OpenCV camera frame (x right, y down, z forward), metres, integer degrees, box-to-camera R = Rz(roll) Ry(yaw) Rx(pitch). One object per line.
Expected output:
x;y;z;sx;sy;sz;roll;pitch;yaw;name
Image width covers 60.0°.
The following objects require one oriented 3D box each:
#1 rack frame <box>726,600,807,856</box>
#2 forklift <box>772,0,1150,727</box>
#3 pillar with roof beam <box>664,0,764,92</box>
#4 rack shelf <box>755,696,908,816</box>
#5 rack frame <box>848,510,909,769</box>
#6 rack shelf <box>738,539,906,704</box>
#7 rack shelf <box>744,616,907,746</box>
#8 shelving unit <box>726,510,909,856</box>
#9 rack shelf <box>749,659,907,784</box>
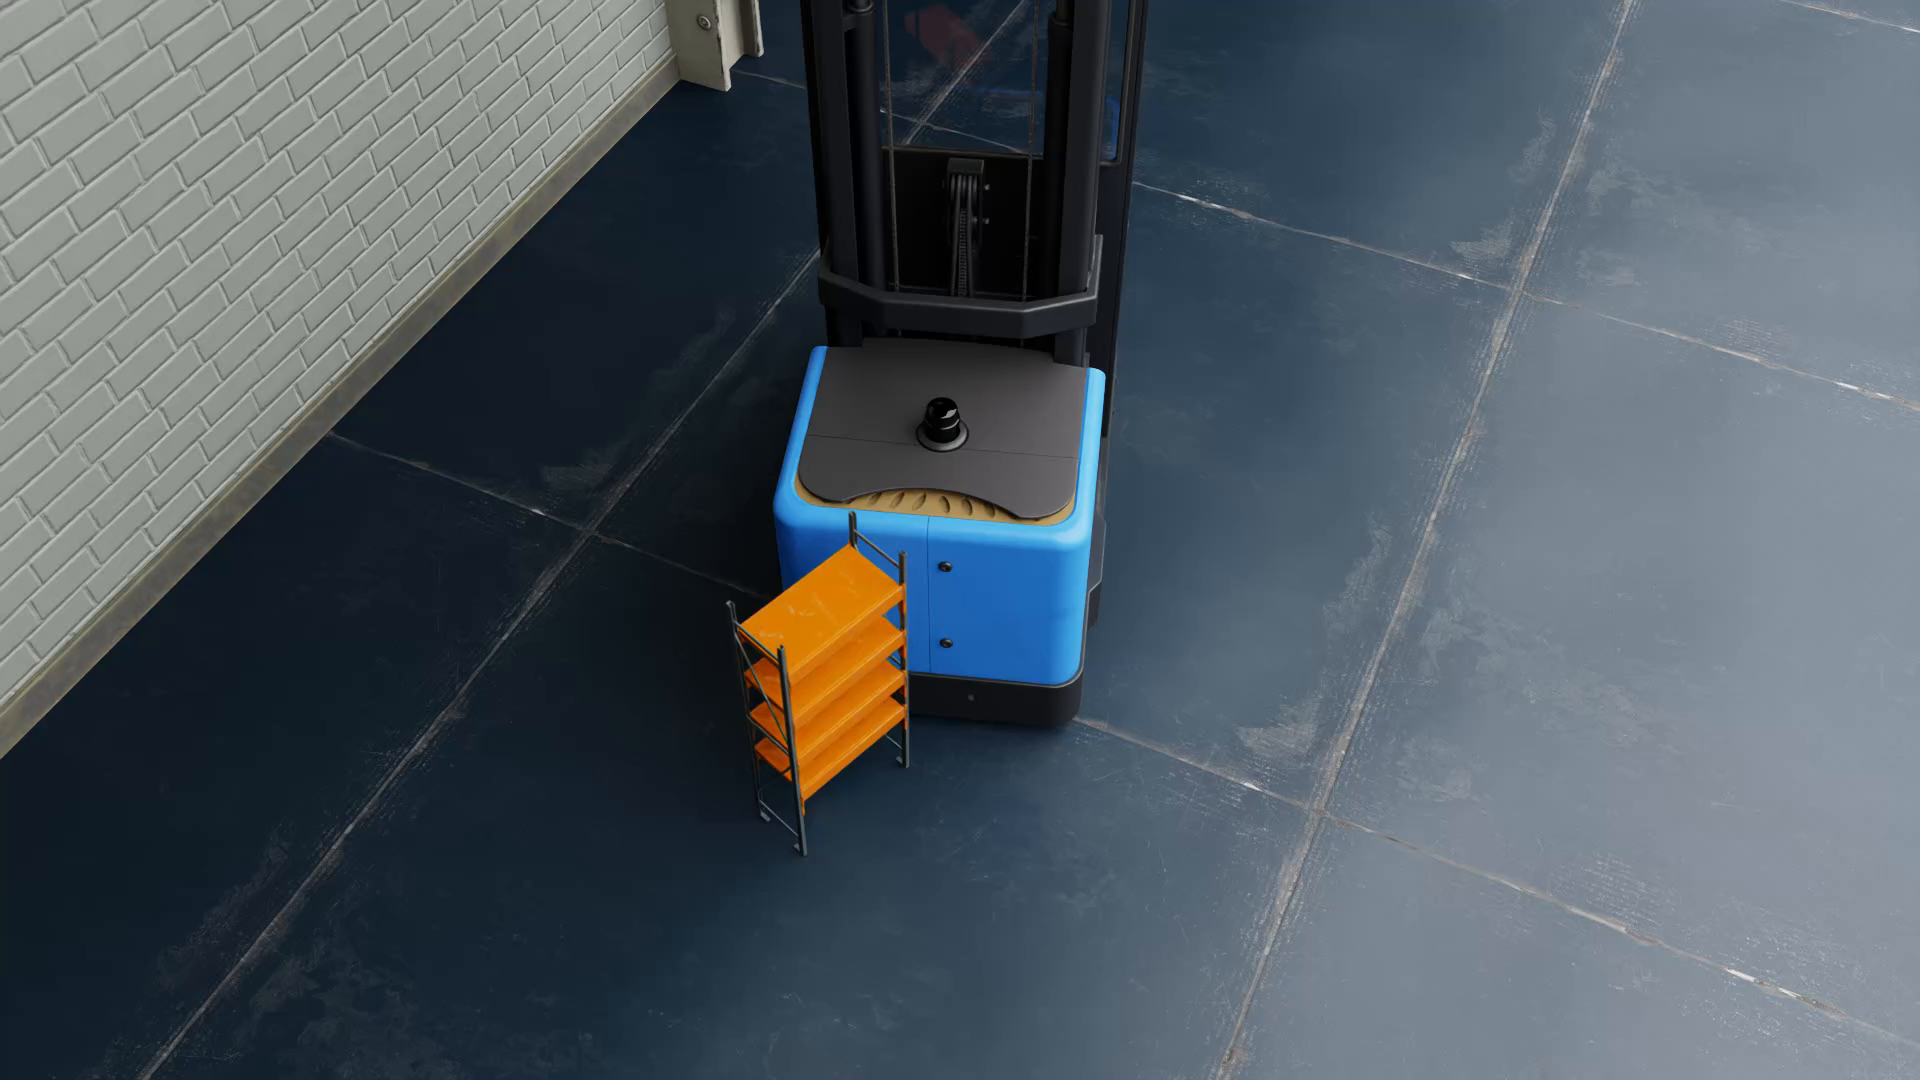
-0.600;0.625;5.241;0.240;1.200;0.015;37;59;26;rack frame
0.074;-1.422;5.851;1.130;2.935;3.031;5;50;4;forklift
2.639;-3.998;4.059;9.100;9.000;0.400;20;52;16;pillar with roof beam
-0.434;0.660;5.560;0.258;0.148;0.480;37;59;26;rack shelf
-0.260;0.358;5.468;0.240;1.200;0.015;37;59;26;rack frame
-0.422;0.242;5.051;0.258;0.148;0.480;37;59;26;rack shelf
-0.427;0.392;5.234;0.258;0.148;0.480;37;59;26;rack shelf
-0.430;0.491;5.355;0.258;1.200;0.503;37;59;26;shelving unit
-0.431;0.534;5.407;0.258;0.148;0.480;37;59;26;rack shelf
